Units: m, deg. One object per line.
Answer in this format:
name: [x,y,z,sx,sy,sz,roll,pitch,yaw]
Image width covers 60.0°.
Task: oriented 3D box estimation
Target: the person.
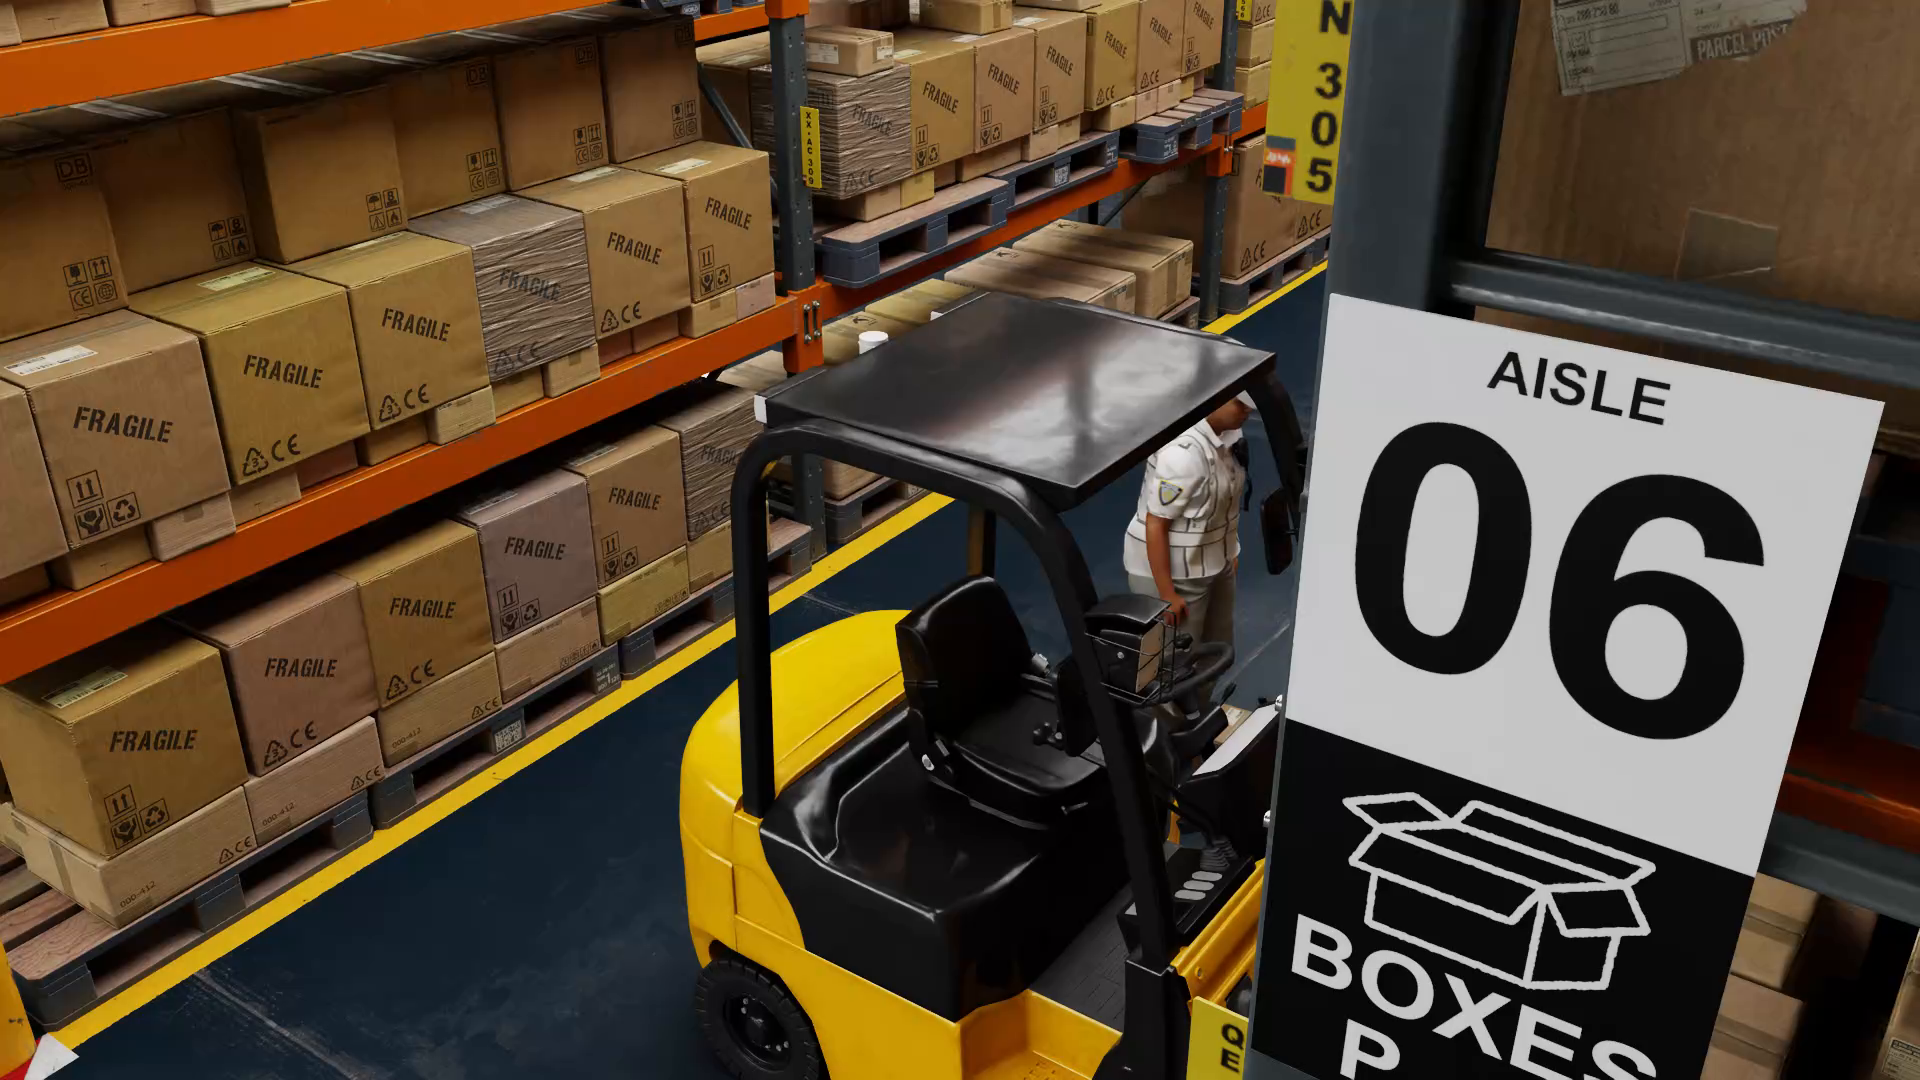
person: [0.803,0.113,5.905,0.399,1.652,0.540,18,32,31]
